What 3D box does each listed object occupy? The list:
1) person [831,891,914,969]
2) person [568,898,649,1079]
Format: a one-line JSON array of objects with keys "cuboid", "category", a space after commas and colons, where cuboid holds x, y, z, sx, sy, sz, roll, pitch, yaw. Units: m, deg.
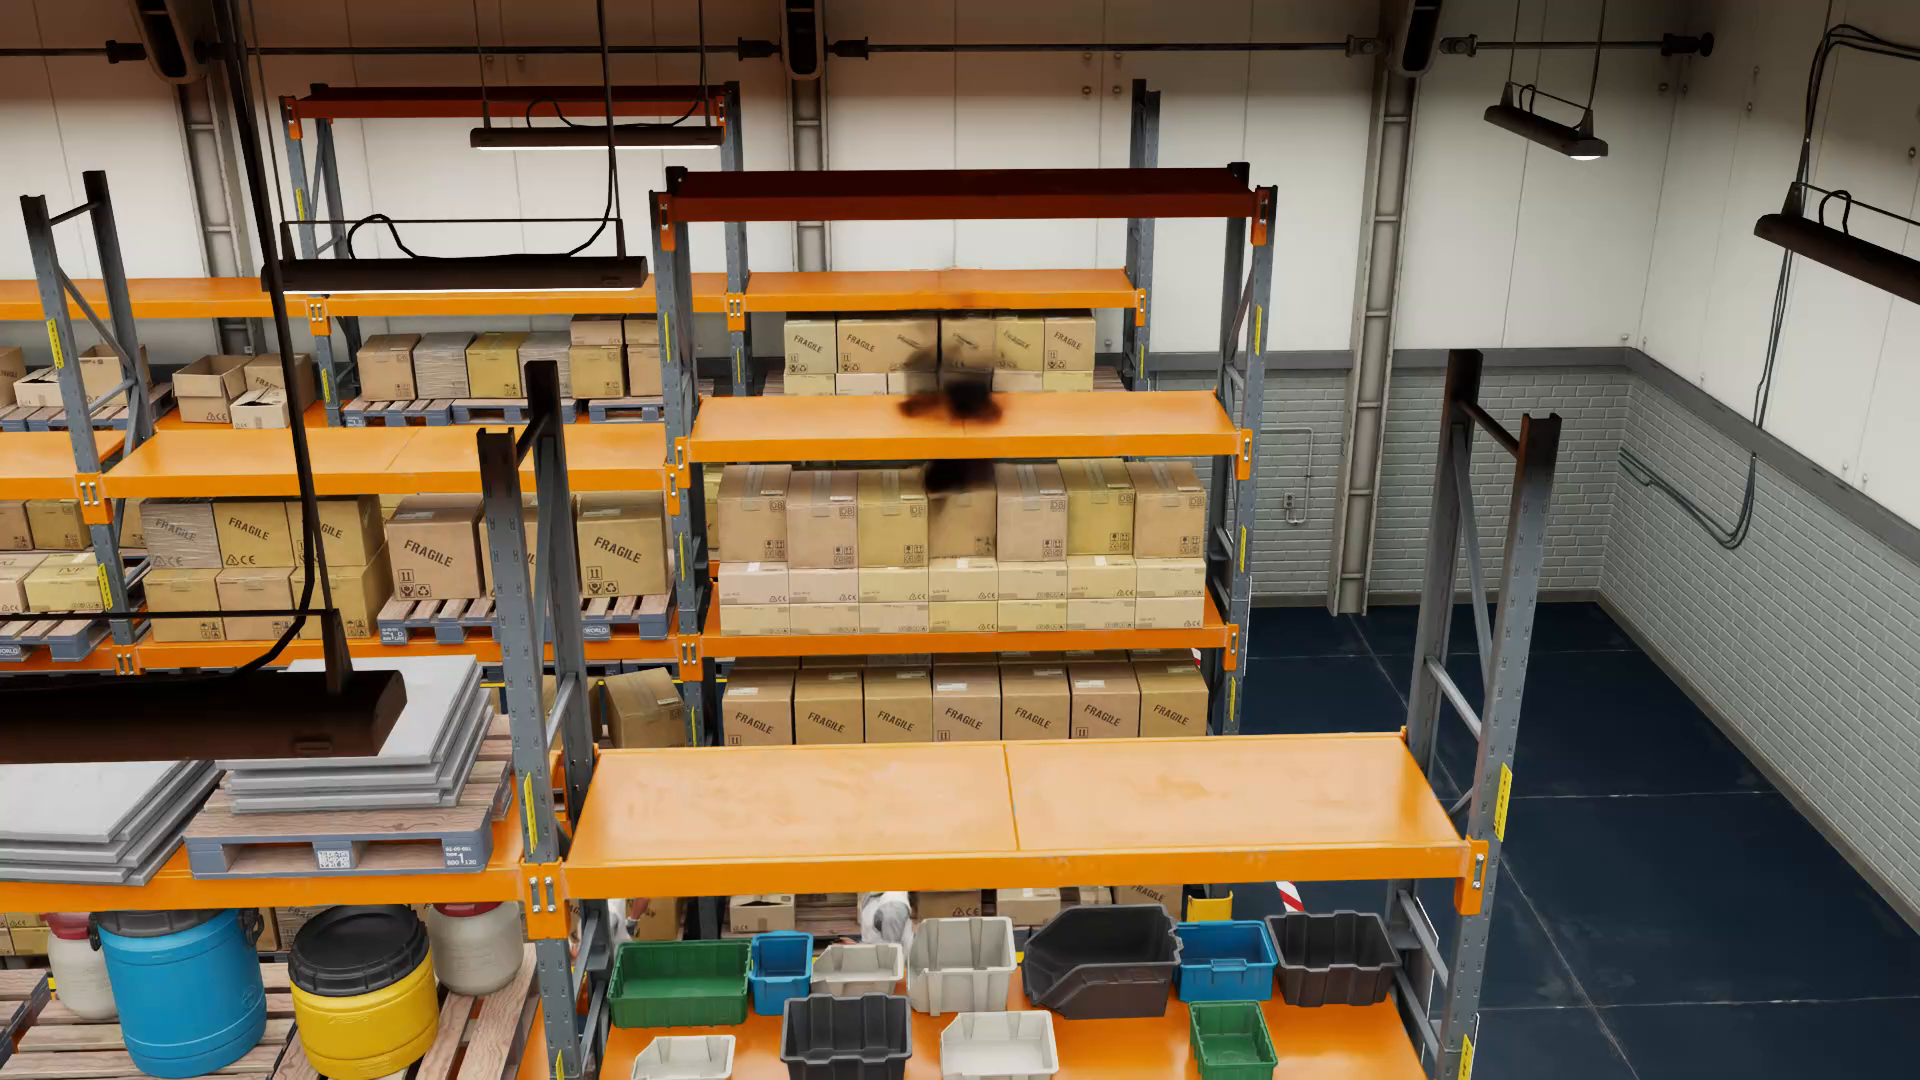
[{"cuboid": [-0.524, 2.801, 11.198, 0.730, 1.789, 0.632, -6, 23, -15], "category": "person"}, {"cuboid": [-2.289, 2.838, 10.946, 0.867, 1.830, 0.654, -4, 23, -11], "category": "person"}]
